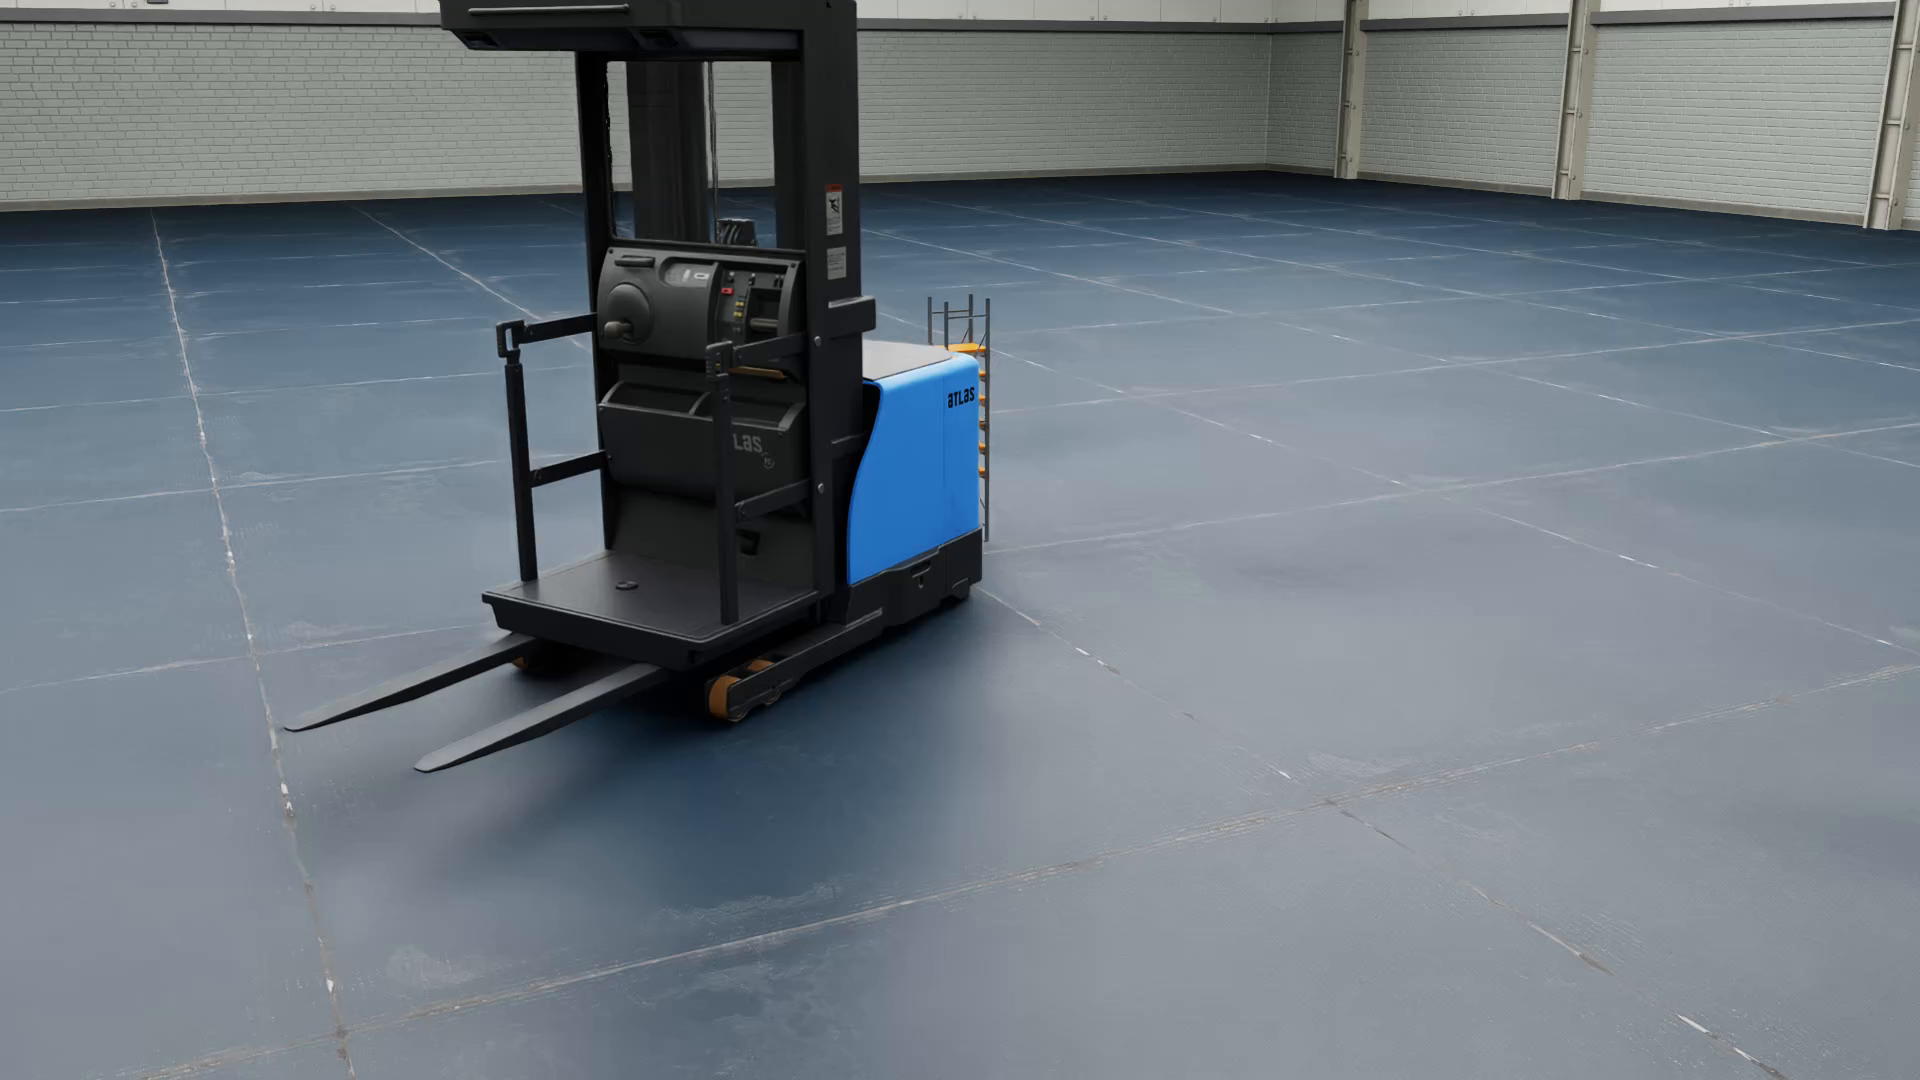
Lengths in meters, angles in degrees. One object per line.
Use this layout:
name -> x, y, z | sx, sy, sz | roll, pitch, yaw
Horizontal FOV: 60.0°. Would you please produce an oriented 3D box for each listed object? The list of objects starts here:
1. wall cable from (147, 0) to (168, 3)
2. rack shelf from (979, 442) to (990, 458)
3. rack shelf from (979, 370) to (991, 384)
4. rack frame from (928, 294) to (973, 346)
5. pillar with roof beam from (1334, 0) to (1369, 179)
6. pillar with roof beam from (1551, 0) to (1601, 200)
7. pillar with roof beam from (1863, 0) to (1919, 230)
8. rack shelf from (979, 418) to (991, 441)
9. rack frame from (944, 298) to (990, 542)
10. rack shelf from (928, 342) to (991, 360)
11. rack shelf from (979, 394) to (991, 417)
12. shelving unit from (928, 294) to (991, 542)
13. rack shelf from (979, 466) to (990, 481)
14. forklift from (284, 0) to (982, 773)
wall cable -> -11.955, -11.614, 26.243 | 2.305, 6.003, 0.169 | -8, 18, -25
rack shelf -> -0.006, -0.422, 8.143 | 0.258, 0.103, 0.180 | -8, 18, -25
rack shelf -> -0.006, -0.768, 8.044 | 0.258, 0.103, 0.180 | -8, 18, -25
rack frame -> -0.046, -0.603, 8.177 | 0.240, 1.200, 0.006 | -8, 18, -25
pillar with roof beam -> 4.052, -11.232, 31.078 | 9.100, 9.000, 0.400 | -8, 18, -25
pillar with roof beam -> 6.681, -9.745, 25.893 | 9.100, 9.000, 0.400 | -8, 18, -25
pillar with roof beam -> 9.309, -8.257, 20.709 | 9.100, 9.000, 0.400 | -8, 18, -25
rack shelf -> -0.006, -0.538, 8.110 | 0.258, 0.103, 0.180 | -8, 18, -25
rack frame -> 0.034, -0.558, 8.019 | 0.240, 1.200, 0.006 | -8, 18, -25
rack shelf -> -0.006, -0.884, 8.011 | 0.258, 0.103, 0.180 | -8, 18, -25
rack shelf -> -0.006, -0.653, 8.077 | 0.258, 0.103, 0.180 | -8, 18, -25
shelving unit -> -0.006, -0.580, 8.098 | 0.258, 1.200, 0.189 | -8, 18, -25
rack shelf -> -0.006, -0.307, 8.176 | 0.258, 0.103, 0.180 | -8, 18, -25
forklift -> -1.101, -0.900, 6.074 | 1.130, 2.935, 3.031 | 10, 19, 30
